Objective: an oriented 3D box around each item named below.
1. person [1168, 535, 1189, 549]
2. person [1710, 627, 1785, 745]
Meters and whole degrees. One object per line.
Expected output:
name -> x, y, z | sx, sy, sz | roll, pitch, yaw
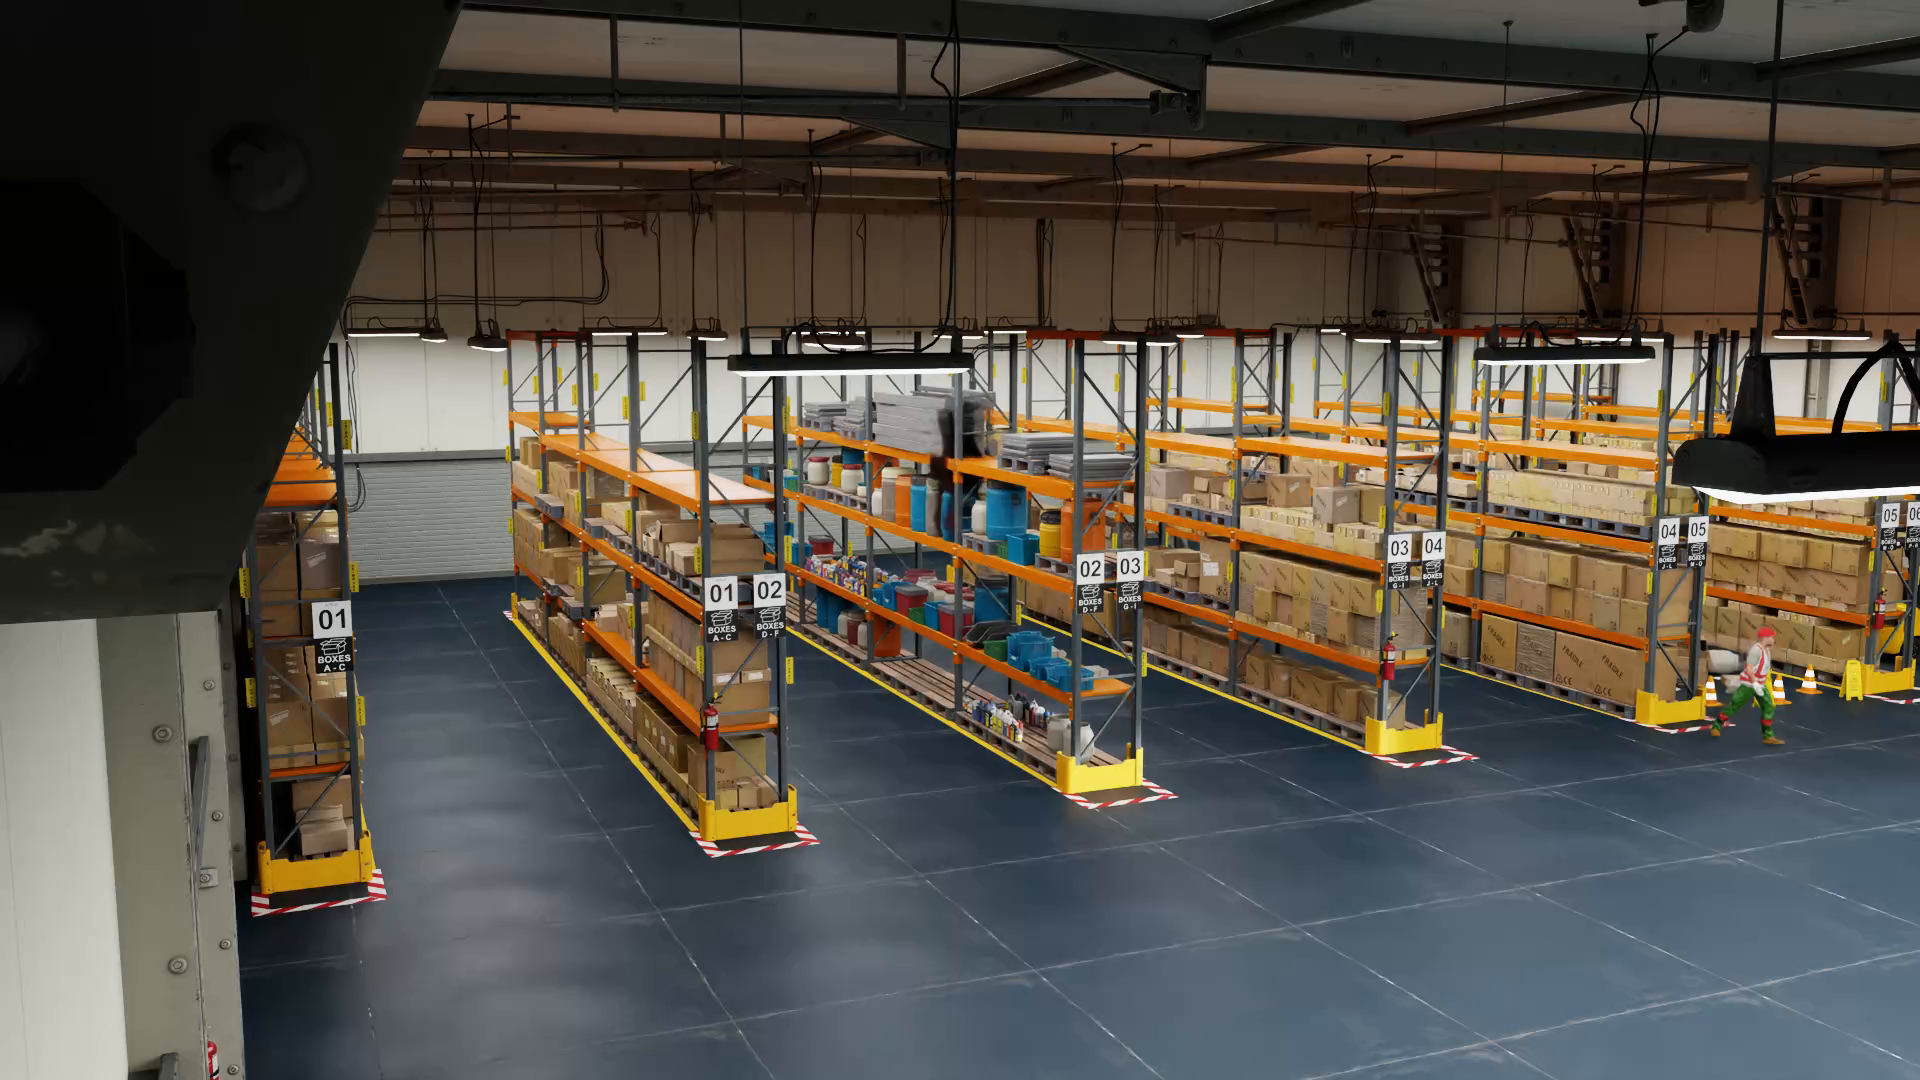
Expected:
person -> 5.712, -0.429, 43.582 | 0.703, 1.750, 0.600 | -6, 10, -40
person -> 11.694, 2.133, 24.595 | 0.689, 1.723, 0.995 | -7, 10, -41
